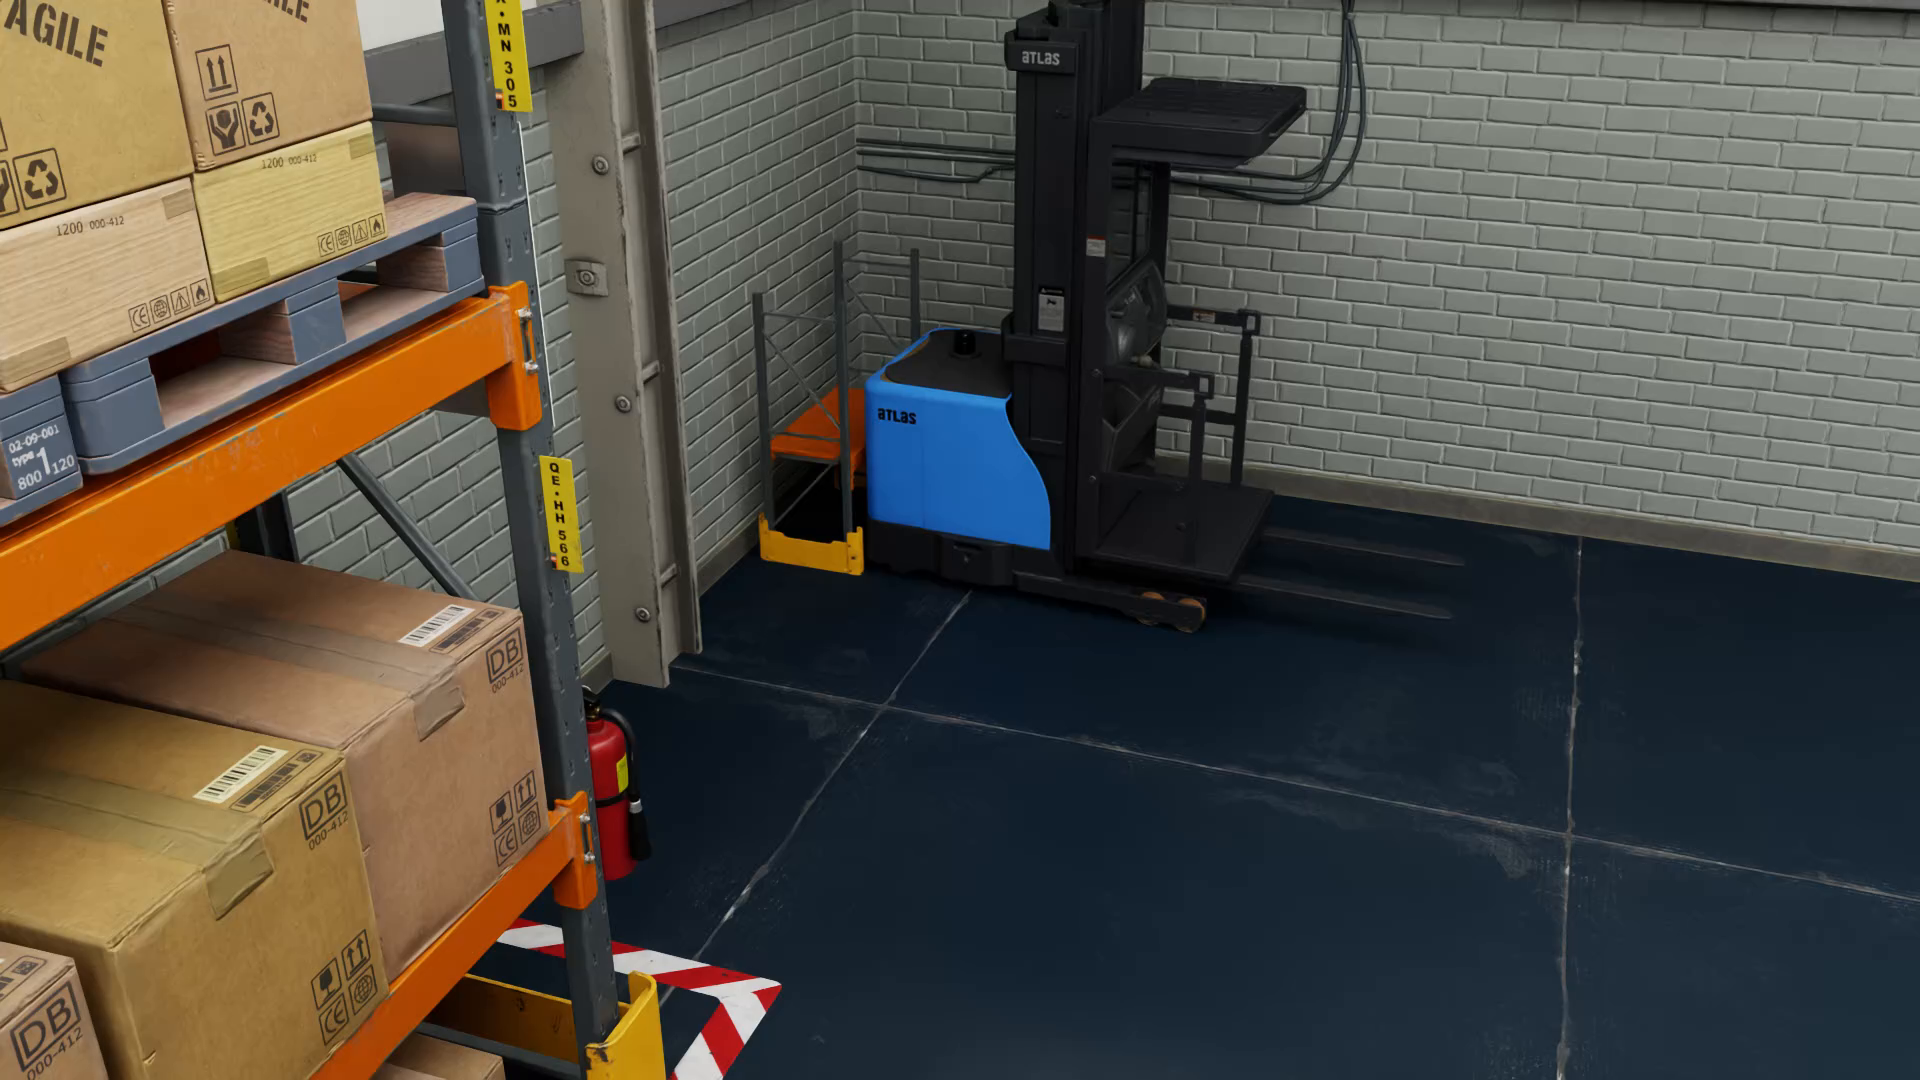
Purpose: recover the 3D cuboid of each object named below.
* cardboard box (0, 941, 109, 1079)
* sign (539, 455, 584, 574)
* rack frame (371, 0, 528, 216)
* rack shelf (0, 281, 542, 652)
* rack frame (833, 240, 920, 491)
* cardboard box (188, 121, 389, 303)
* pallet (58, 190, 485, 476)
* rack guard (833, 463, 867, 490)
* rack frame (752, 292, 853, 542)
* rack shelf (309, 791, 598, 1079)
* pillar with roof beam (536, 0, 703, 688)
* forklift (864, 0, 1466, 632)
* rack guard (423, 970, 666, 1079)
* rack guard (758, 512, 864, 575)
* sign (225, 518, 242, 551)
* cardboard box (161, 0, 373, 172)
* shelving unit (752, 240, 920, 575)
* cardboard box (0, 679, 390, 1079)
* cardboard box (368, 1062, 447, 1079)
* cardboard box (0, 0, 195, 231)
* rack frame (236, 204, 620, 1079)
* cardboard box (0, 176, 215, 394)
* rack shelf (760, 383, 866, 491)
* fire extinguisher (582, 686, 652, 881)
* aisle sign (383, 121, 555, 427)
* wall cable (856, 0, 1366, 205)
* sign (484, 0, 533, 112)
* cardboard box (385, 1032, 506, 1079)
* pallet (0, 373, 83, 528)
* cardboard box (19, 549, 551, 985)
[{"bbox_3d":[-2.204,1.167,3.053,0.980,0.700,0.700,7,27,15],"label":"cardboard box"},{"bbox_3d":[-1.043,-0.065,4.341,0.100,0.325,0.005,9,27,17],"label":"sign"},{"bbox_3d":[-1.550,-2.222,3.512,1.000,3.000,0.127,9,27,17],"label":"rack frame"},{"bbox_3d":[-2.216,0.274,2.625,1.077,0.370,4.000,9,27,17],"label":"rack shelf"},{"bbox_3d":[-0.465,-0.954,9.499,0.500,1.500,0.032,9,27,18],"label":"rack frame"},{"bbox_3d":[-1.544,-0.699,3.384,0.500,0.250,0.500,10,27,19],"label":"cardboard box"},{"bbox_3d":[-1.787,-0.525,3.552,1.003,0.211,1.213,9,27,17],"label":"pallet"},{"bbox_3d":[-0.465,-0.391,9.770,0.587,0.250,0.087,9,27,18],"label":"rack guard"},{"bbox_3d":[-0.806,-0.536,8.637,0.500,1.500,0.032,9,27,18],"label":"rack frame"},{"bbox_3d":[-2.216,1.624,3.279,1.077,0.370,4.000,9,27,17],"label":"rack shelf"},{"bbox_3d":[2.592,-2.832,4.773,9.100,9.000,0.400,9,27,17],"label":"pillar with roof beam"},{"bbox_3d":[1.063,-1.121,8.202,3.031,2.935,1.130,10,28,19],"label":"forklift"},{"bbox_3d":[-1.542,1.594,5.385,1.175,0.500,0.348,9,27,17],"label":"rack guard"},{"bbox_3d":[-0.800,0.018,8.926,0.587,0.250,0.087,9,27,18],"label":"rack guard"},{"bbox_3d":[-2.071,-0.030,4.785,0.100,0.325,0.005,9,27,17],"label":"sign"},{"bbox_3d":[-1.536,-1.035,3.219,0.500,0.500,0.500,9,27,17],"label":"cardboard box"},{"bbox_3d":[-0.633,-0.749,9.075,0.587,1.500,1.083,9,27,18],"label":"shelving unit"},{"bbox_3d":[-1.942,0.855,3.697,0.980,0.700,0.700,9,27,17],"label":"cardboard box"},{"bbox_3d":[-1.560,1.504,4.344,0.380,0.149,0.250,8,27,17],"label":"cardboard box"},{"bbox_3d":[-1.713,-0.831,2.797,0.500,0.500,0.500,10,27,19],"label":"cardboard box"},{"bbox_3d":[-1.550,0.479,4.819,1.000,3.000,0.127,9,27,17],"label":"rack frame"},{"bbox_3d":[-1.716,-0.485,2.942,0.500,0.250,0.500,8,27,15],"label":"cardboard box"},{"bbox_3d":[-0.636,-0.583,9.146,0.538,0.185,1.000,9,27,18],"label":"rack shelf"},{"bbox_3d":[-1.065,0.686,4.907,0.296,0.674,0.183,9,27,17],"label":"fire extinguisher"},{"bbox_3d":[-1.243,-0.678,4.224,0.394,0.787,0.004,9,27,17],"label":"aisle sign"},{"bbox_3d":[0.669,-3.096,8.882,3.097,2.526,0.112,9,27,17],"label":"wall cable"},{"bbox_3d":[-1.043,-1.150,3.816,0.100,0.325,0.005,9,27,17],"label":"sign"},{"bbox_3d":[-1.689,1.717,4.649,0.700,0.500,0.500,9,27,17],"label":"cardboard box"},{"bbox_3d":[-2.191,-0.022,2.513,1.003,0.211,1.213,9,27,17],"label":"pallet"},{"bbox_3d":[-1.710,0.555,4.318,0.980,0.700,0.700,10,28,20],"label":"cardboard box"}]
